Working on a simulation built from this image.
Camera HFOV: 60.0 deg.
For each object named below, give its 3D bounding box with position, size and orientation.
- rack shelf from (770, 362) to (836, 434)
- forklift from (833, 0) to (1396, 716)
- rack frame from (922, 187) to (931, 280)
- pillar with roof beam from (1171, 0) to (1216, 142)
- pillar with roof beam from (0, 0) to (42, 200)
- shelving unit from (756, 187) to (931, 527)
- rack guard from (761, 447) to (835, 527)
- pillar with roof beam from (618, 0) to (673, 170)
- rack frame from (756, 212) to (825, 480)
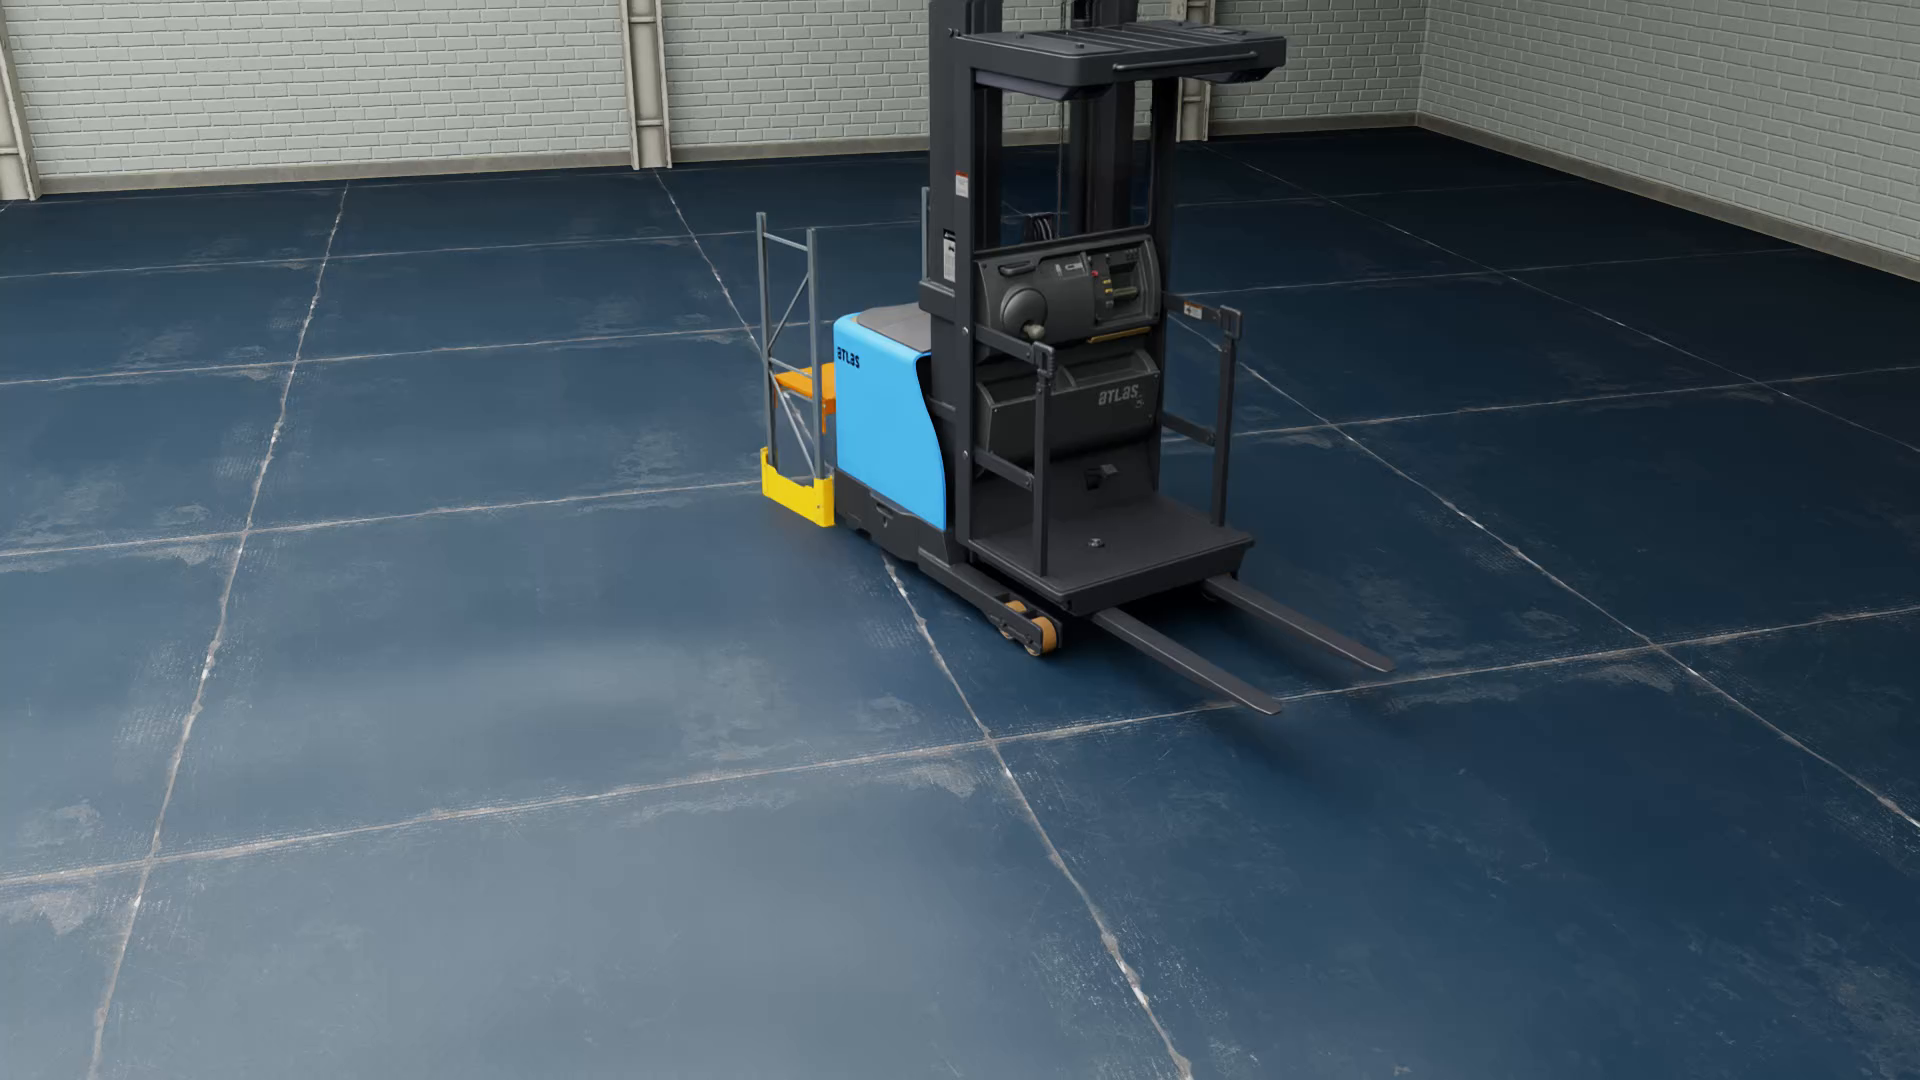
[{"bbox_3d":[-0.441,-0.813,8.698,1.000,0.185,0.538,-17,28,-34],"label":"rack shelf"},{"bbox_3d":[0.600,-1.064,7.014,1.130,2.935,3.031,-15,27,-30],"label":"forklift"},{"bbox_3d":[-0.039,-1.101,8.914,0.032,1.500,0.500,-17,28,-34],"label":"rack frame"},{"bbox_3d":[3.726,-7.039,13.242,0.400,9.000,9.100,-6,24,-14],"label":"pillar with roof beam"},{"bbox_3d":[-7.828,-5.761,10.264,0.400,9.000,9.100,-6,24,-14],"label":"pillar with roof beam"},{"bbox_3d":[-0.448,-0.976,8.622,1.083,1.500,0.587,-17,28,-34],"label":"shelving unit"},{"bbox_3d":[-0.841,-0.281,8.588,0.087,0.250,0.587,-17,28,-34],"label":"rack guard"},{"bbox_3d":[-2.051,-6.400,11.753,0.400,9.000,9.100,-6,24,-14],"label":"pillar with roof beam"},{"bbox_3d":[-0.842,-0.855,8.341,0.032,1.500,0.500,-17,28,-34],"label":"rack frame"}]
